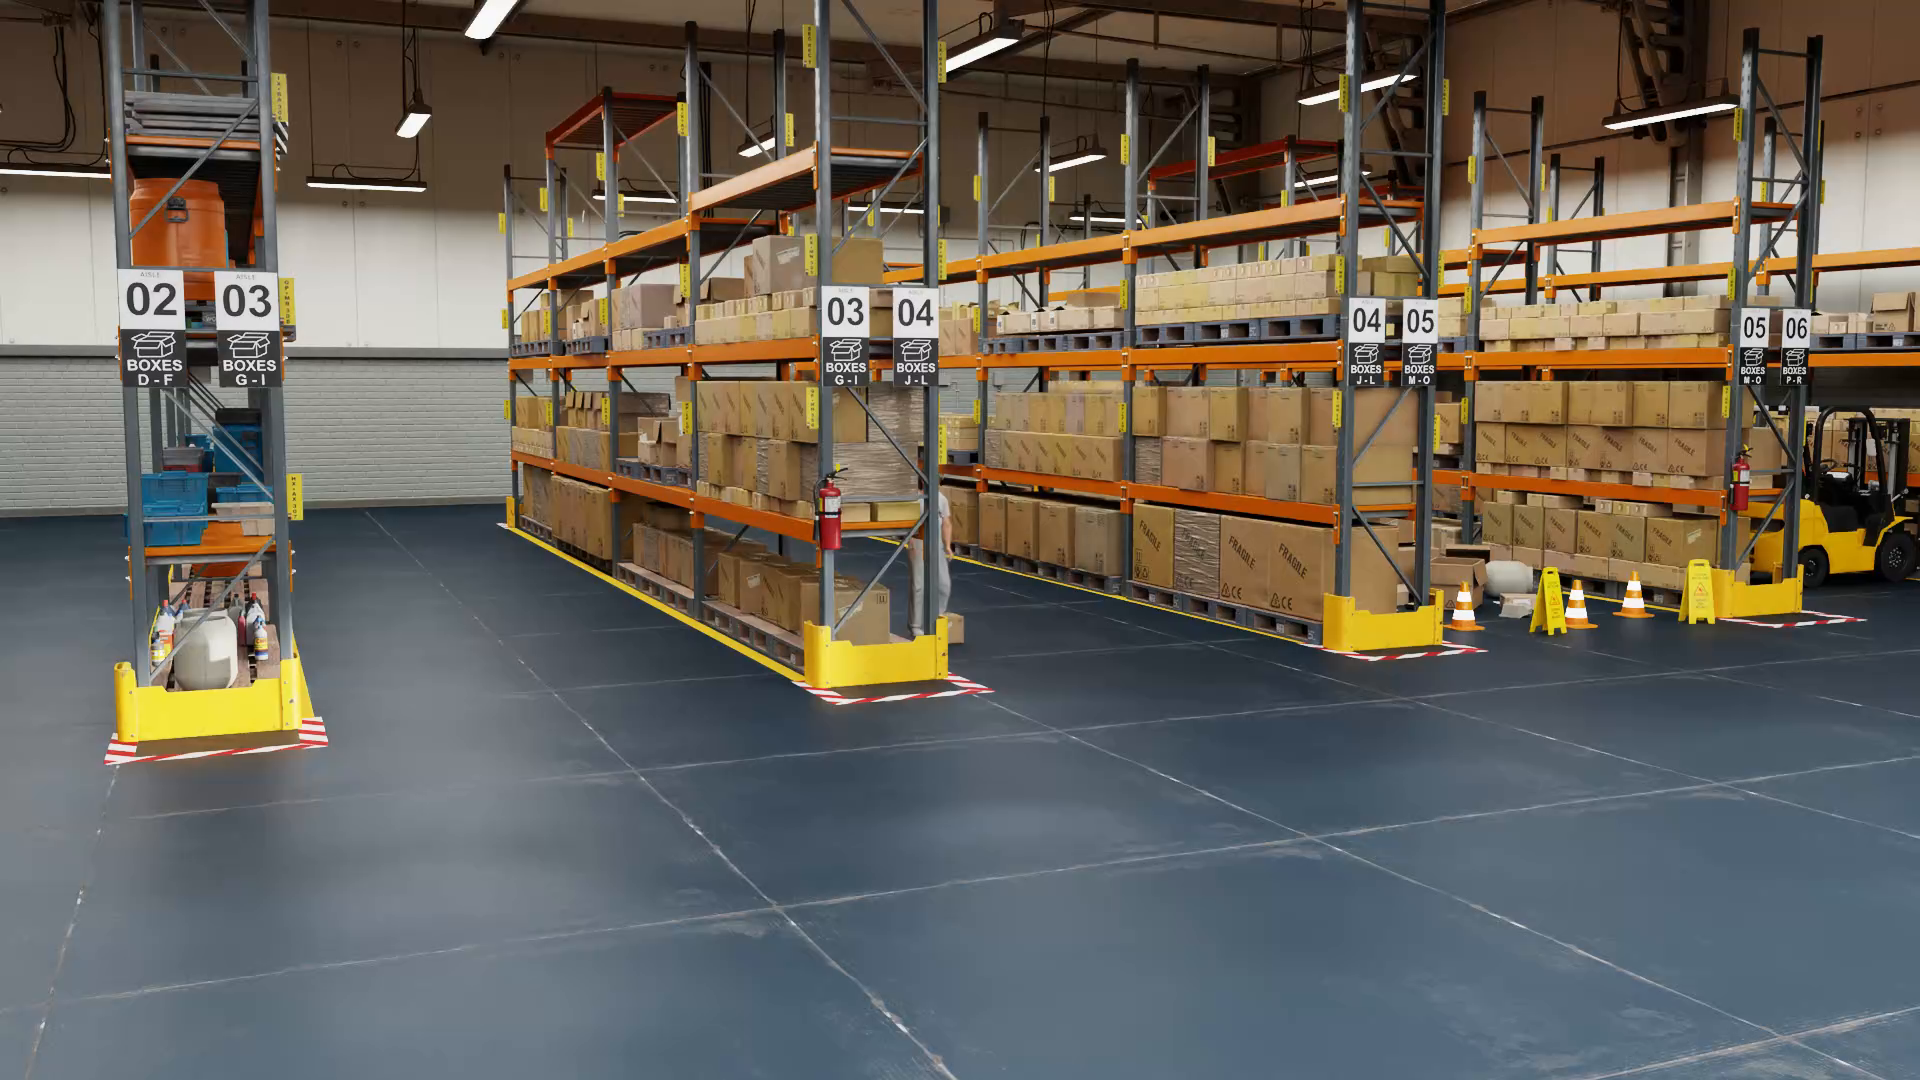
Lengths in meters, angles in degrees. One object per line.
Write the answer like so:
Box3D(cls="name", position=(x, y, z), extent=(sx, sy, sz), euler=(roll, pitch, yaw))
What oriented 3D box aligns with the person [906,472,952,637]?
Box3D(cls="person", position=(-0.296, 0.110, 16.070), extent=(0.458, 1.637, 0.370), euler=(-2, 6, -22))
